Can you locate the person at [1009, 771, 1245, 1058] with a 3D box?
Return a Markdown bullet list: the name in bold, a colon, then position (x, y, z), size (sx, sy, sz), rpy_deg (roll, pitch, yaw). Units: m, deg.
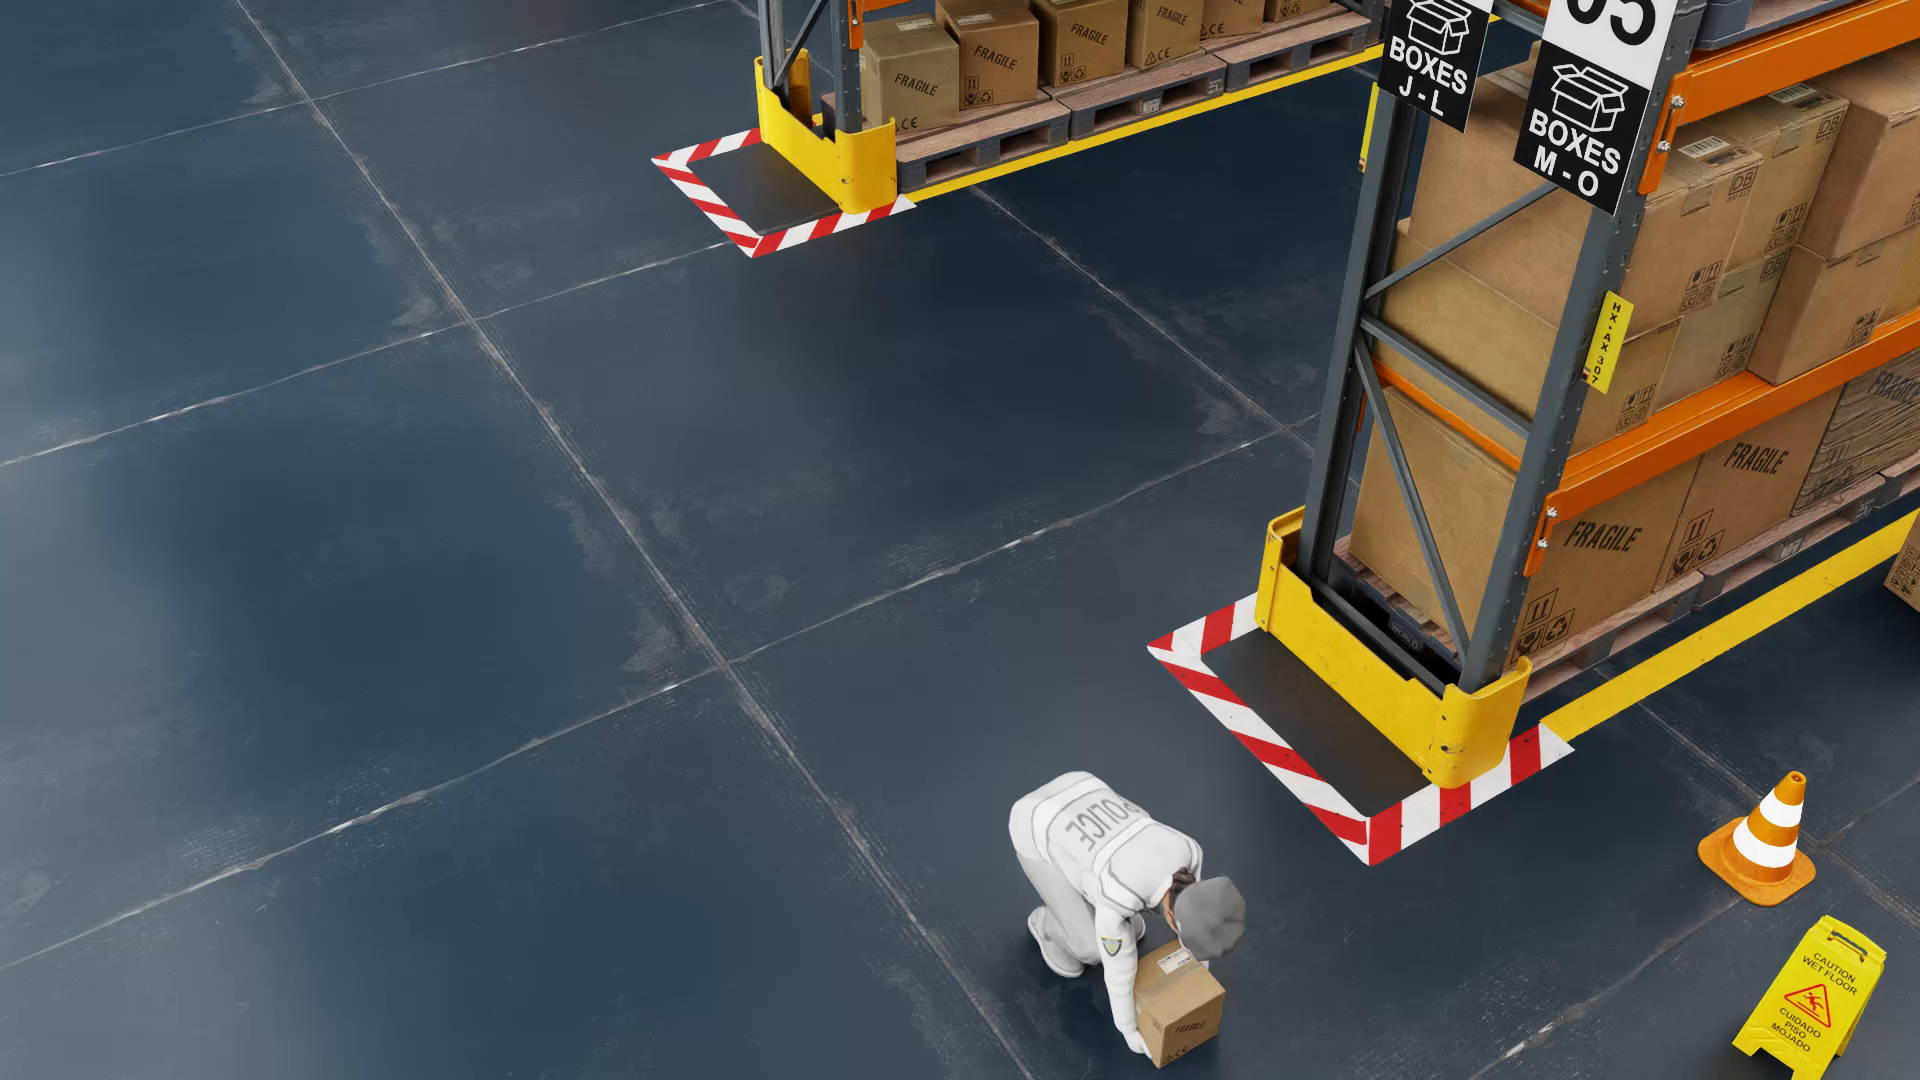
- **person**: position (0.534, 1.188, 5.490), size (0.458, 0.788, 0.907), rpy_deg (-24, 46, -25)
